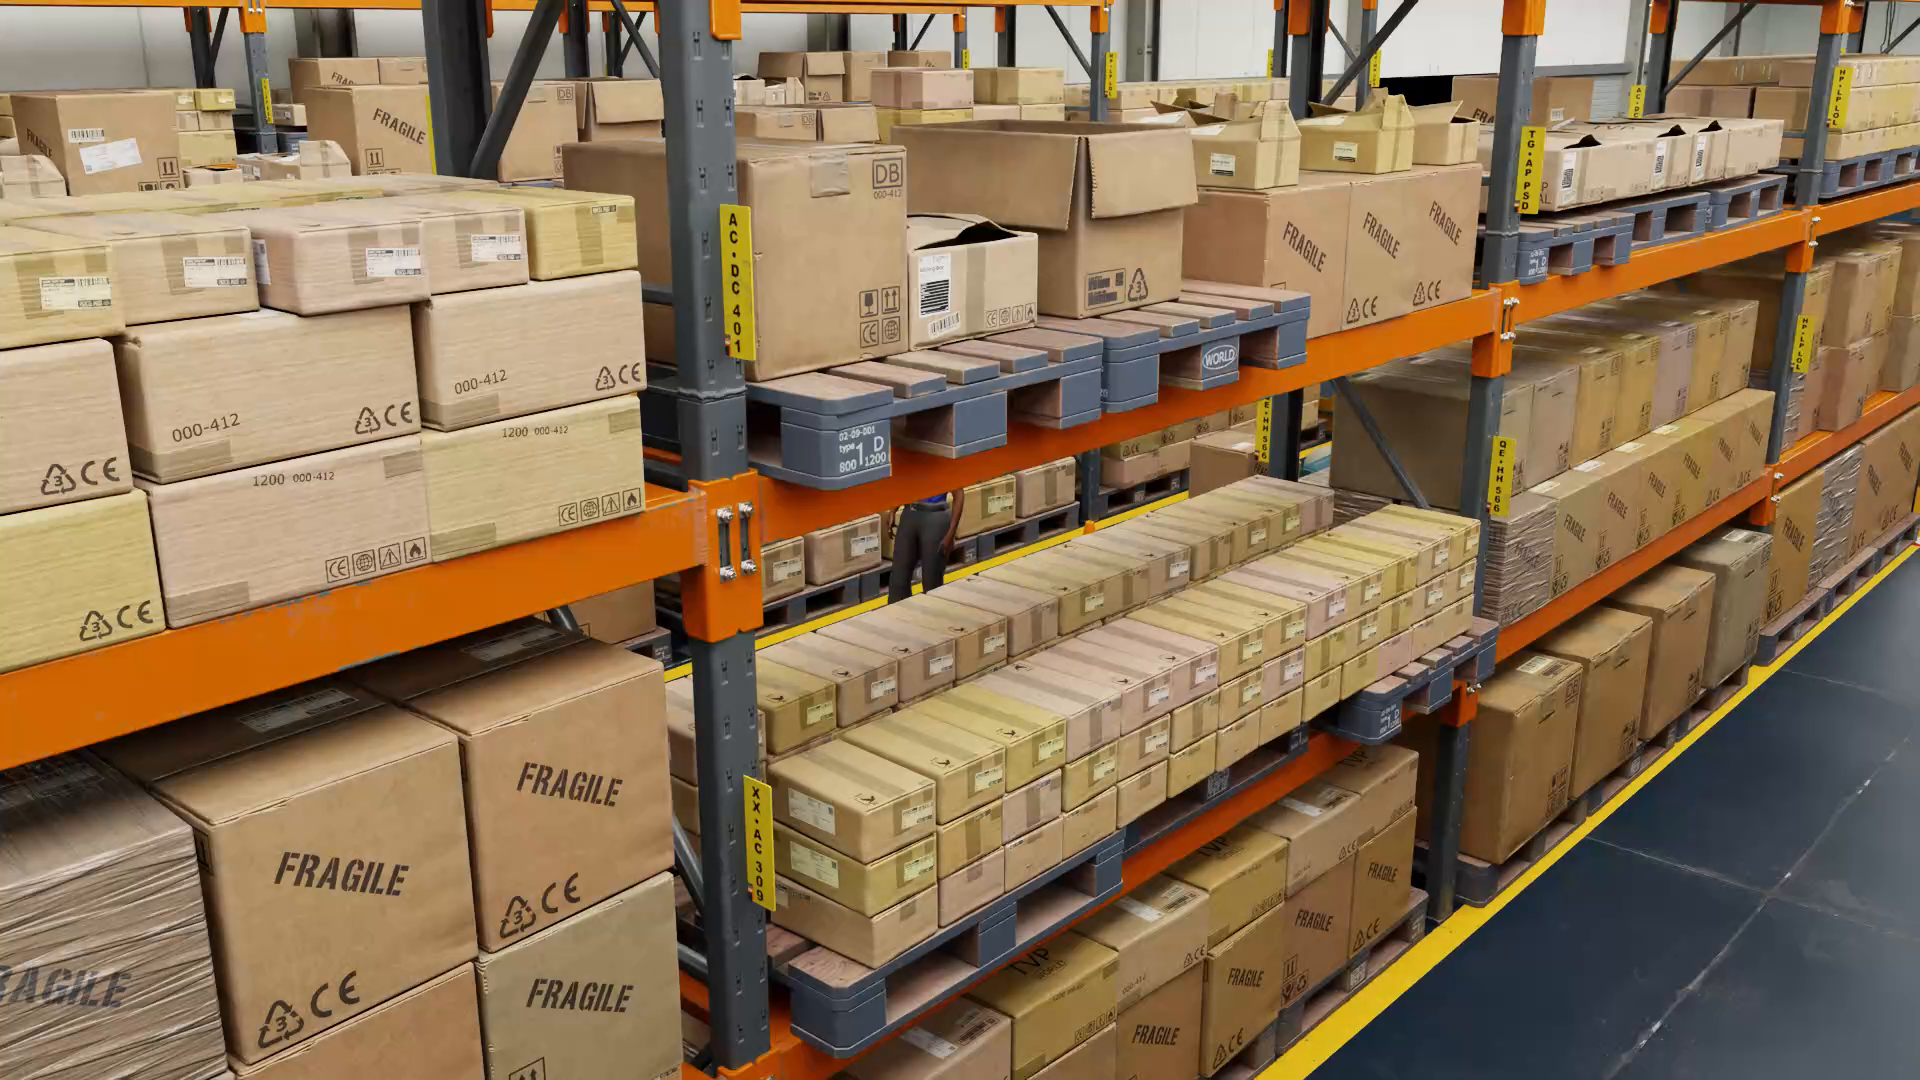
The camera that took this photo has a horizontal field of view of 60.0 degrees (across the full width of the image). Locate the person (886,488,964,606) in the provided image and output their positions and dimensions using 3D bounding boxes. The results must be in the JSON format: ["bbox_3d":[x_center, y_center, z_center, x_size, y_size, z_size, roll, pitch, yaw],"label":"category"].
[{"bbox_3d":[-0.274,-0.063,10.231,0.569,1.654,0.504,15,22,40],"label":"person"}]
